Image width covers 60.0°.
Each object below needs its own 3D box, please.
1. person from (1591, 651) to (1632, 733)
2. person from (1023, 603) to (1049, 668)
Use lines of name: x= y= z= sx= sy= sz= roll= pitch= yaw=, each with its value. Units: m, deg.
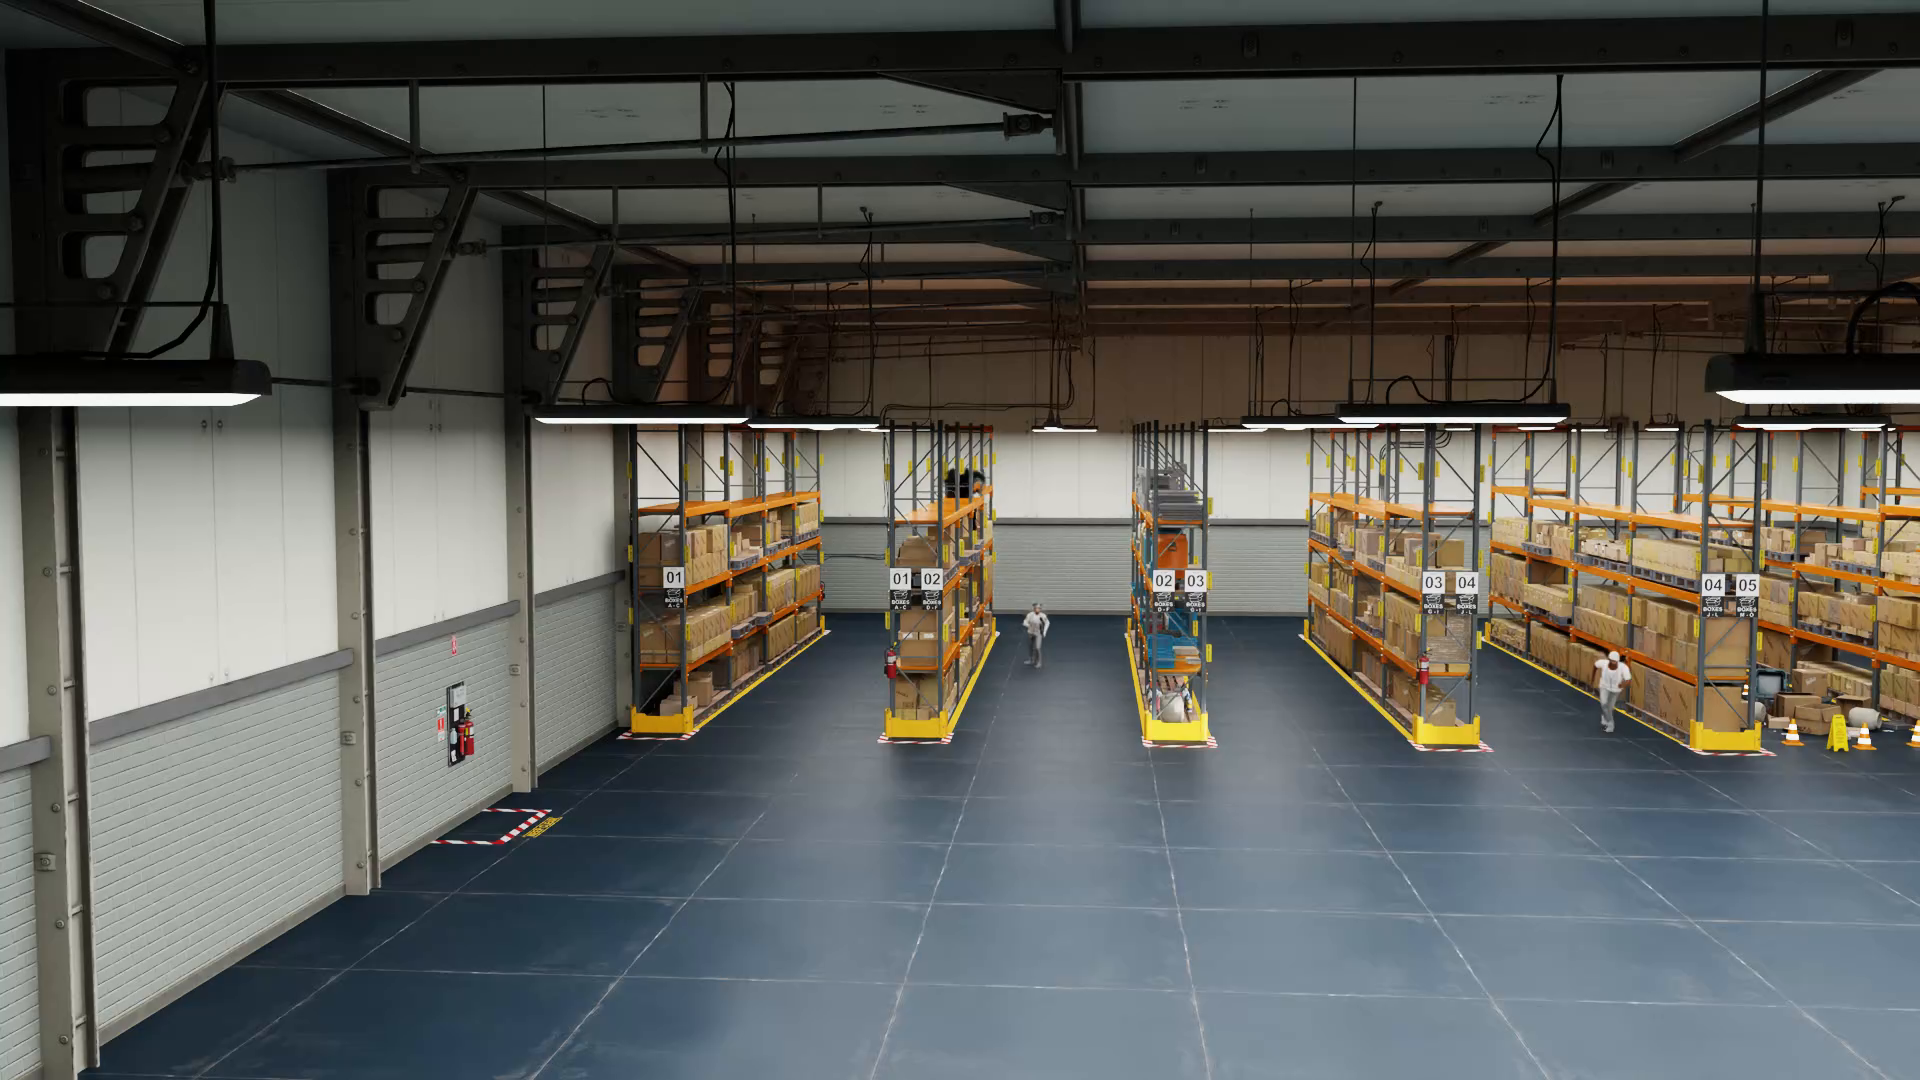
person: x=12.537 y=2.876 z=32.040 sx=0.710 sy=1.573 sz=1.110 roll=1 pitch=4 yaw=17
person: x=1.844 y=2.339 z=41.145 sx=0.667 sy=1.625 sz=0.812 roll=1 pitch=4 yaw=18
